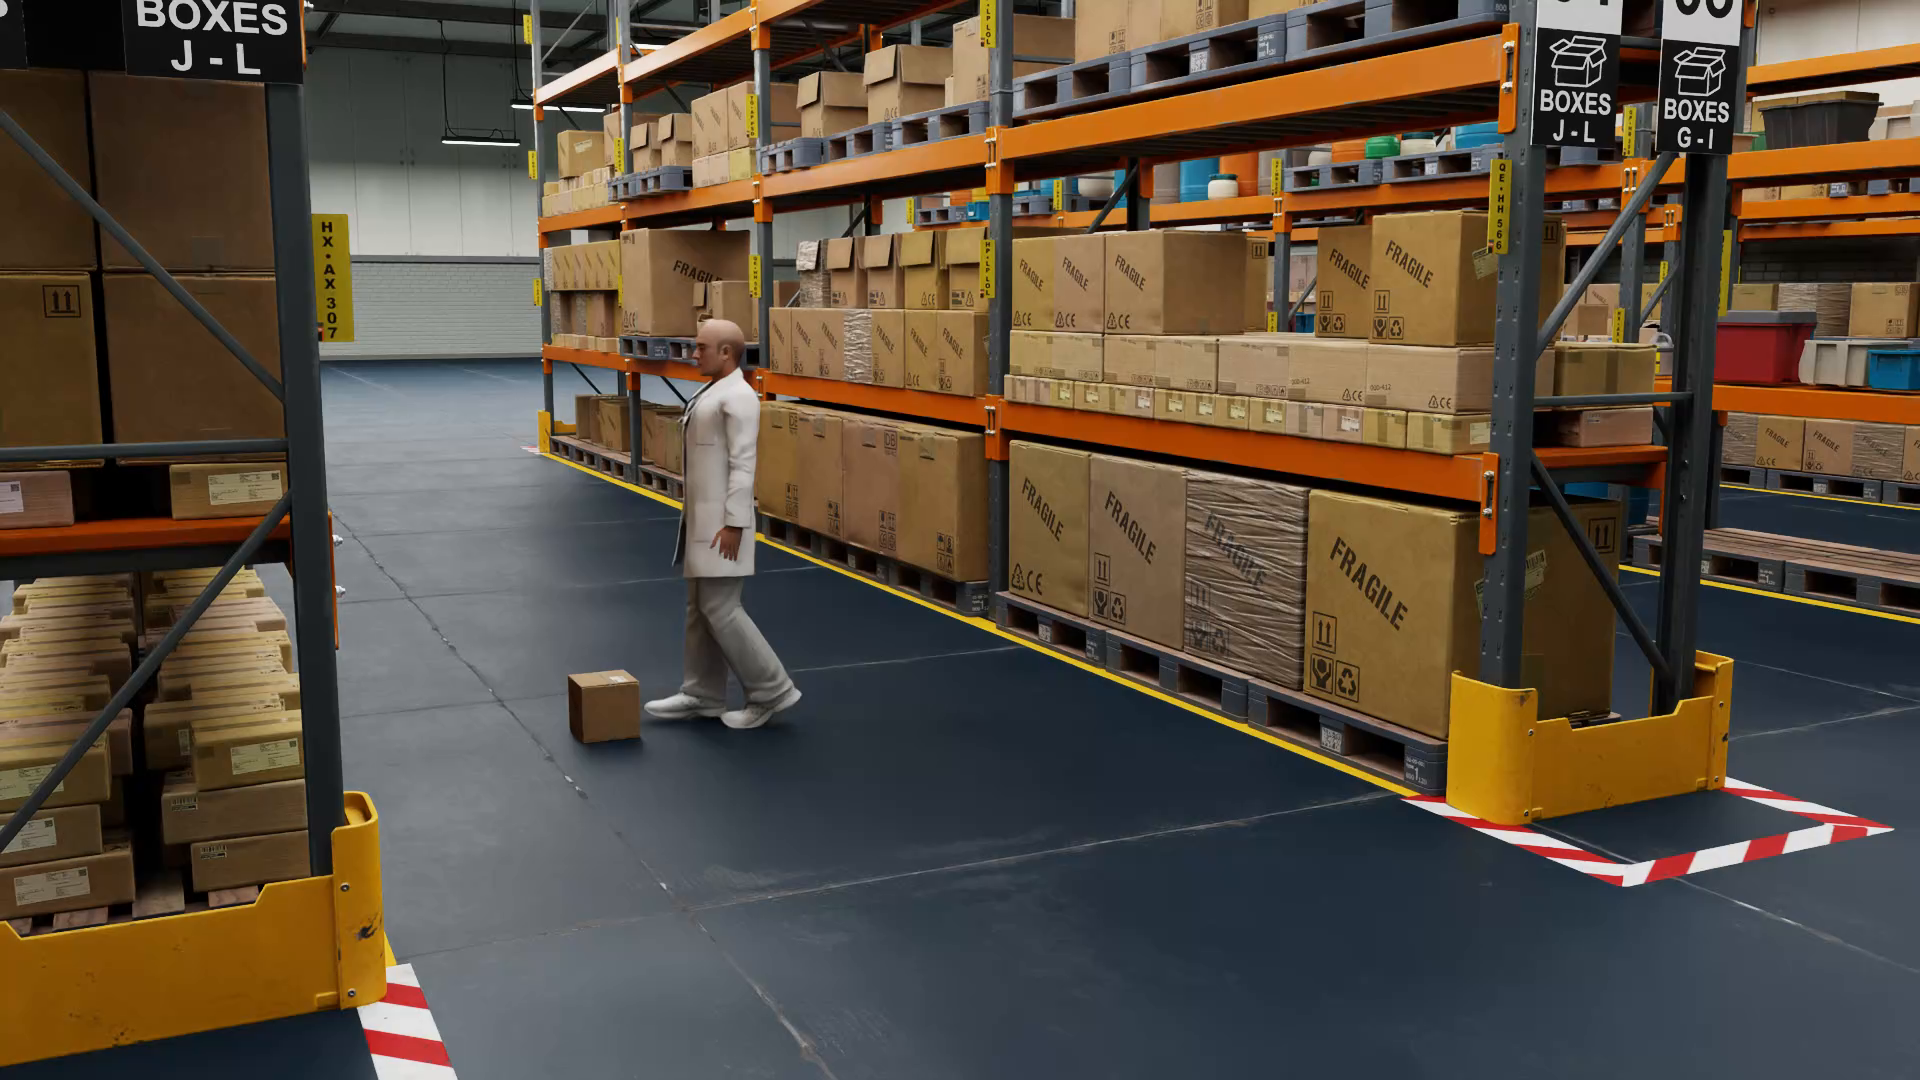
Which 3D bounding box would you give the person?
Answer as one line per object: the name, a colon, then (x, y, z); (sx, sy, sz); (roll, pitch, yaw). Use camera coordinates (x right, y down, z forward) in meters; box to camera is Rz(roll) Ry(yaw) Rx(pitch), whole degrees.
person: (-1.079, -0.066, 7.352); (0.664, 1.802, 0.613); (-3, 9, -18)
